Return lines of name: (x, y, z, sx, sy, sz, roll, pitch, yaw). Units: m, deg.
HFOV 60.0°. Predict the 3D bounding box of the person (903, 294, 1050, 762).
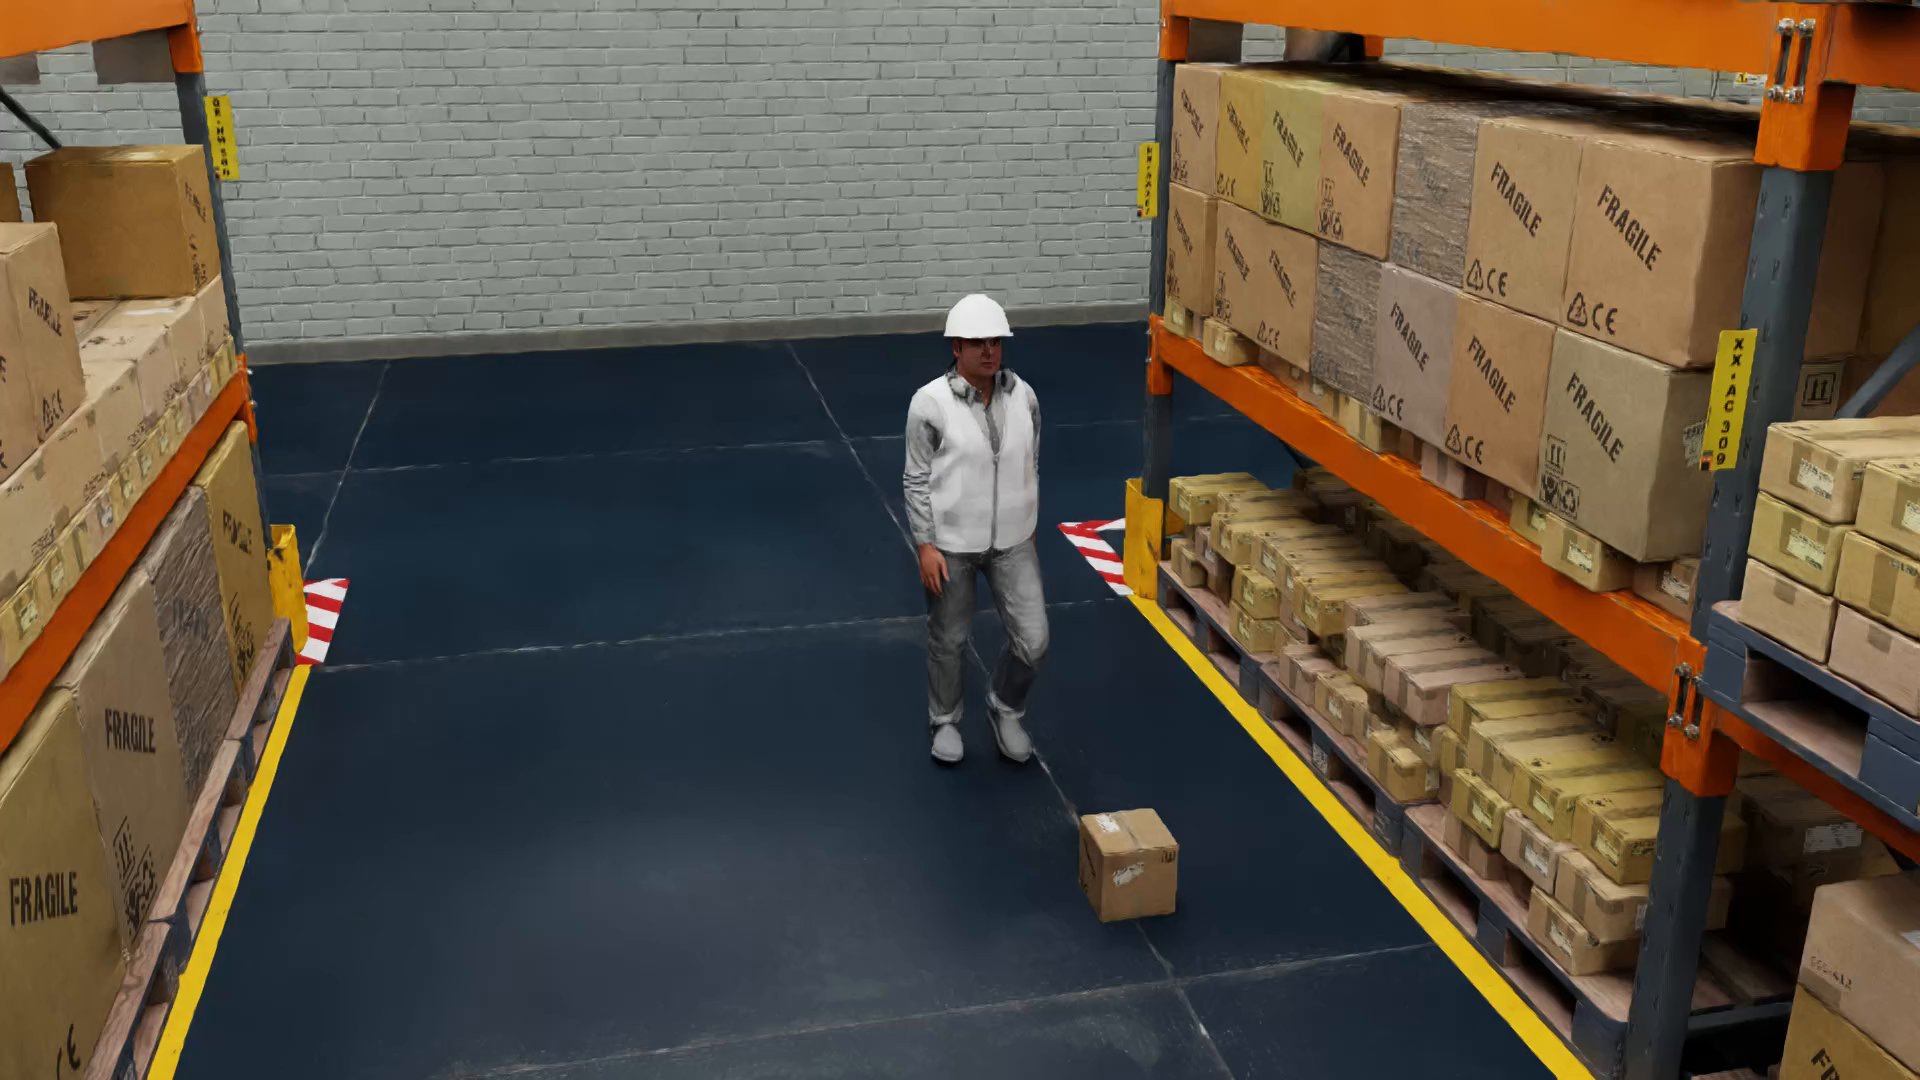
person: (0.058, -0.016, 6.023, 0.552, 1.764, 0.521, -7, 21, -18)
